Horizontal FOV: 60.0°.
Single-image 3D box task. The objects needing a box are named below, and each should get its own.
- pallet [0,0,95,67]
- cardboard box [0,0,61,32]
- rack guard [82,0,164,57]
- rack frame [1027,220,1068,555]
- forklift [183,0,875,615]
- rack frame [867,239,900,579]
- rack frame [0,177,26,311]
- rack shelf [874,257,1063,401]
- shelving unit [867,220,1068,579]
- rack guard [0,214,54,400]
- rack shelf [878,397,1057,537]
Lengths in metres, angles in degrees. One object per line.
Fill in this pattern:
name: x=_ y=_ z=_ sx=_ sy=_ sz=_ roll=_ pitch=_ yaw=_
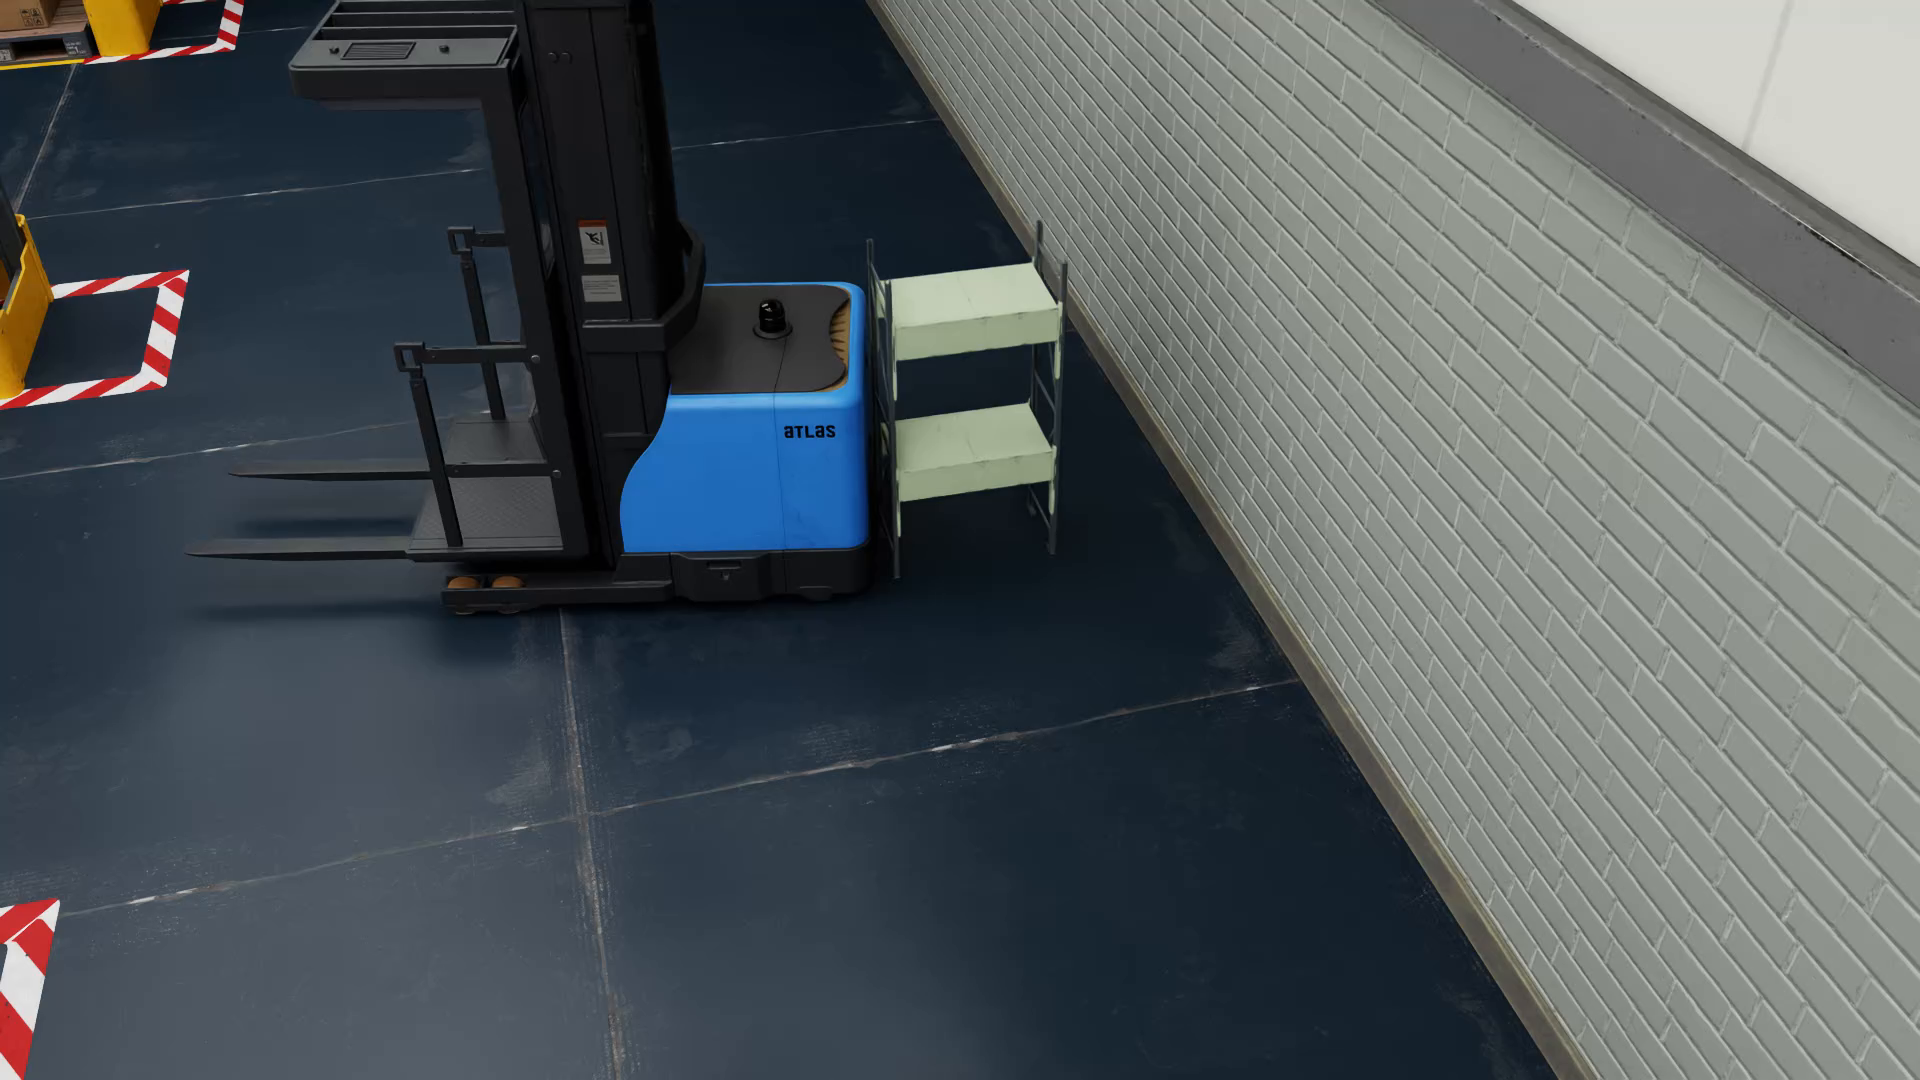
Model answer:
pallet: x=-7.222 y=-3.895 z=12.668 sx=1.213 sy=0.211 sz=1.003 roll=-9 pitch=38 yaw=-12
cardboard box: x=-7.120 y=-4.180 z=12.457 sx=0.500 sy=0.500 sz=0.700 roll=-9 pitch=38 yaw=-12
rack guard: x=-6.447 y=-4.186 z=12.811 sx=0.348 sy=0.500 sz=1.175 roll=-9 pitch=38 yaw=-12
rack frame: x=0.380 y=-0.645 z=7.358 sx=0.023 sy=1.500 sz=0.400 roll=-9 pitch=38 yaw=-11
forklift: x=-1.914 y=-1.164 z=6.859 sx=3.031 sy=2.935 sz=1.130 roll=-1 pitch=37 yaw=-1
rack frame: x=-0.330 y=-0.538 z=7.219 sx=0.023 sy=1.500 sz=0.400 roll=-9 pitch=38 yaw=-11
rack frame: x=-5.176 y=-2.270 z=8.249 sx=0.127 sy=3.000 sz=1.000 roll=-9 pitch=38 yaw=-12
rack shelf: x=0.025 y=-0.902 z=7.052 sx=0.720 sy=0.370 sz=0.431 roll=-9 pitch=38 yaw=-11
shelving unit: x=0.025 y=-0.592 z=7.289 sx=0.755 sy=1.500 sz=0.431 roll=-9 pitch=38 yaw=-11
rack guard: x=-5.249 y=-1.265 z=8.993 sx=0.348 sy=0.500 sz=1.175 roll=-9 pitch=38 yaw=-12
rack shelf: x=0.025 y=-0.333 z=7.487 sx=0.720 sy=0.370 sz=0.431 roll=-9 pitch=38 yaw=-11
